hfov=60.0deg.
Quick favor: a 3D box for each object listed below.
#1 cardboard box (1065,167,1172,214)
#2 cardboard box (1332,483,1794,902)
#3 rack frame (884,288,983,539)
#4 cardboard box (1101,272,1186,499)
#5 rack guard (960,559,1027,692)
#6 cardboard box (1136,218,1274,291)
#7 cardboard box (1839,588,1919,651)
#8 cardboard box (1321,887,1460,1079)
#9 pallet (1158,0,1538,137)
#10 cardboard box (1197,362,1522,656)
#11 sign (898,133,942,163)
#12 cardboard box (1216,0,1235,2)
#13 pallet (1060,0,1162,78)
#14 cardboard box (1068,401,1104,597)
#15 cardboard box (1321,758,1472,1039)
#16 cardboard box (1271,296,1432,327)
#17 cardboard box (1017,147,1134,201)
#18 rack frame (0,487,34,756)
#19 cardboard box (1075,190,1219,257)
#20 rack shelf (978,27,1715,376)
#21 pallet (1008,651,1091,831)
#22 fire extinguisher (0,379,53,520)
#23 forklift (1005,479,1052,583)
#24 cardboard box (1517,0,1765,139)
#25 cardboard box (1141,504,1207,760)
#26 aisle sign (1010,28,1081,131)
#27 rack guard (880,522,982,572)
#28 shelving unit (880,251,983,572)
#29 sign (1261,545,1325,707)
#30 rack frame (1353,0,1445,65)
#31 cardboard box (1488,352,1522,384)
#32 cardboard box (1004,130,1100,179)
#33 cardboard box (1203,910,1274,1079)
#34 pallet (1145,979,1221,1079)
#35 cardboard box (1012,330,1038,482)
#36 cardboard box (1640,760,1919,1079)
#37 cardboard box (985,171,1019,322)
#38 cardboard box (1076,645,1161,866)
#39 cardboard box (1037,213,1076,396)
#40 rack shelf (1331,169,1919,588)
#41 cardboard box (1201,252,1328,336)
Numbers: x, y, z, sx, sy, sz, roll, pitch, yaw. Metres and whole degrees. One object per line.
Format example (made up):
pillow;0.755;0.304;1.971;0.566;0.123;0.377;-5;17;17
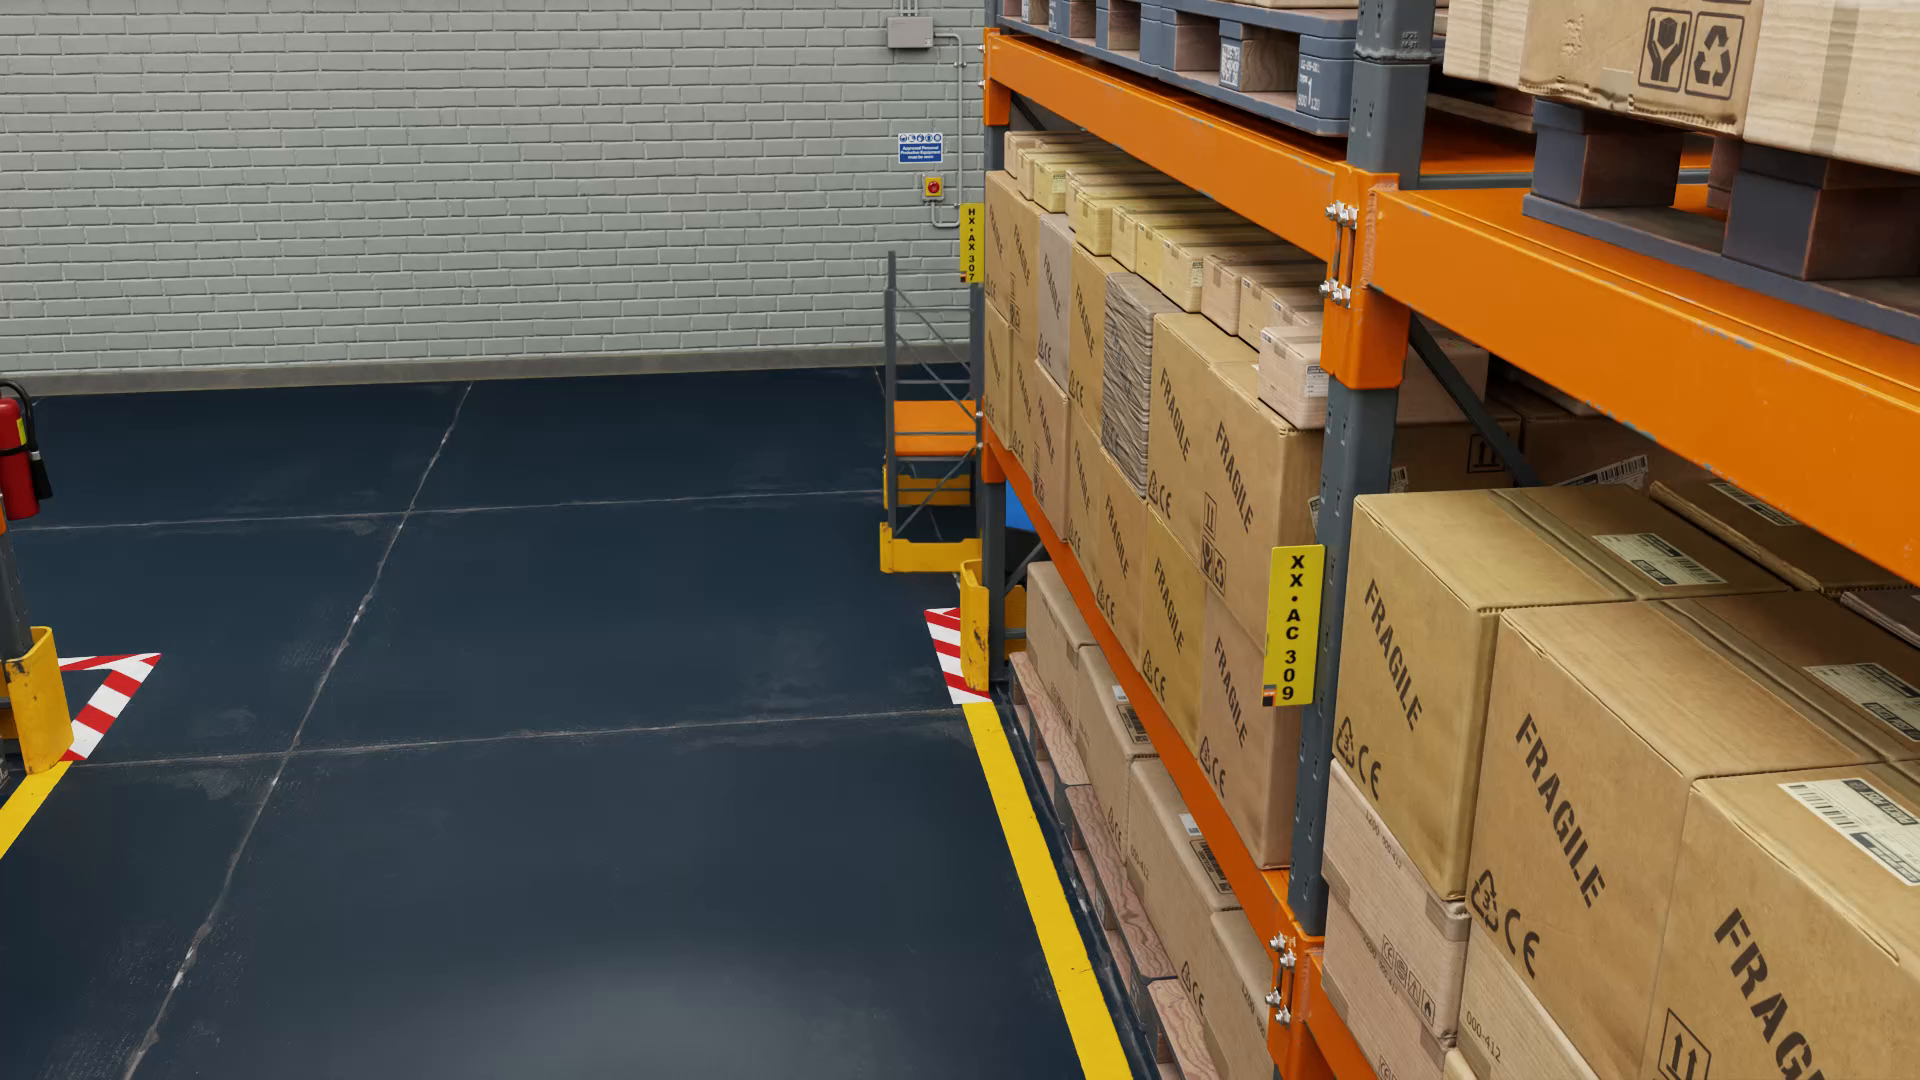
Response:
cardboard box;0.555;-1.127;5.449;0.380;0.149;0.250;-3;21;-7
cardboard box;0.956;0.230;2.741;0.500;0.500;0.500;-3;21;-7
rack frame;-0.127;-0.543;8.526;0.500;1.500;0.032;0;20;-1
cardboard box;0.688;-0.438;4.530;0.500;0.500;0.500;-3;21;-7
rack guard;0.597;0.356;7.548;1.175;0.500;0.348;-3;21;-8
cardboard box;0.696;-0.777;4.511;0.380;0.149;0.250;-3;21;-9
cardboard box;1.571;0.384;2.329;0.500;0.500;0.500;-3;21;-7
cardboard box;0.979;0.814;2.963;0.500;0.250;0.500;-3;21;-9
pallet;1.069;-1.069;3.631;1.003;0.211;1.213;-3;21;-8
cardboard box;0.835;-0.086;3.588;0.500;0.500;0.500;-3;21;-8
sign;-0.292;-2.903;12.316;0.327;0.218;0.001;-3;21;-8
cardboard box;0.730;-1.249;3.603;0.380;0.149;0.250;-2;21;-6
pallet;0.897;-1.491;4.760;1.003;0.211;1.213;-3;21;-8
cardboard box;0.630;-0.149;5.186;0.500;0.500;0.500;-2;21;-6
cardboard box;0.961;0.581;2.873;0.500;0.250;0.500;-4;21;-9
cardboard box;0.887;-0.428;3.576;0.380;0.149;0.250;-2;21;-6
cardboard box;0.409;-1.306;5.926;0.380;0.149;0.250;-2;21;-6
rack frame;-4.284;-0.522;6.326;1.000;3.000;0.127;-3;21;-8
cardboard box;0.559;-0.950;4.973;0.380;0.149;0.250;-3;21;-9
rack shelf;0.888;-1.182;4.836;1.077;0.370;4.000;-3;21;-8
pallet;0.793;0.773;6.846;1.003;0.211;1.213;-3;21;-8
fire extinguisher;-3.863;-0.422;6.701;0.296;0.674;0.183;-3;21;-8
forklift;1.690;-1.073;7.900;3.031;2.935;1.130;11;23;27
cardboard box;1.017;-0.751;1.909;0.500;0.500;0.500;-3;21;-9
cardboard box;0.777;0.206;4.235;0.500;0.500;0.500;-3;21;-9
aisle sign;0.303;-2.035;6.661;0.394;0.787;0.004;-3;21;-8
rack guard;-0.127;0.036;8.763;0.587;0.250;0.087;0;20;-1
shelving unit;-0.139;-0.724;9.011;0.587;1.500;1.083;0;20;-1
sign;0.628;0.164;3.139;0.100;0.325;0.005;-3;21;-8
rack frame;1.177;-2.232;2.331;1.000;3.000;0.127;-3;21;-8
cardboard box;1.335;-0.451;3.638;0.380;0.149;0.250;-3;21;-7
cardboard box;0.377;-1.489;6.416;0.380;0.149;0.250;-2;21;-7
cardboard box;1.192;1.359;4.352;0.875;0.438;0.875;-3;21;-9
pallet;1.144;1.617;4.584;1.003;0.211;1.213;-3;21;-8
cardboard box;0.486;-0.499;6.122;0.500;0.500;0.500;-3;21;-9
cardboard box;1.126;0.578;1.808;0.500;0.500;0.500;-3;21;-9
cardboard box;0.387;-1.141;6.413;0.500;0.500;0.500;-3;21;-9
cardboard box;0.934;0.737;6.018;0.875;0.438;0.875;-2;21;-6
cardboard box;0.551;-0.785;5.459;0.500;0.500;0.500;-3;21;-8
rack shelf;1.465;0.203;1.128;1.077;0.370;4.000;-3;21;-8
cardboard box;0.806;-0.602;4.041;0.380;0.149;0.250;-3;21;-8
